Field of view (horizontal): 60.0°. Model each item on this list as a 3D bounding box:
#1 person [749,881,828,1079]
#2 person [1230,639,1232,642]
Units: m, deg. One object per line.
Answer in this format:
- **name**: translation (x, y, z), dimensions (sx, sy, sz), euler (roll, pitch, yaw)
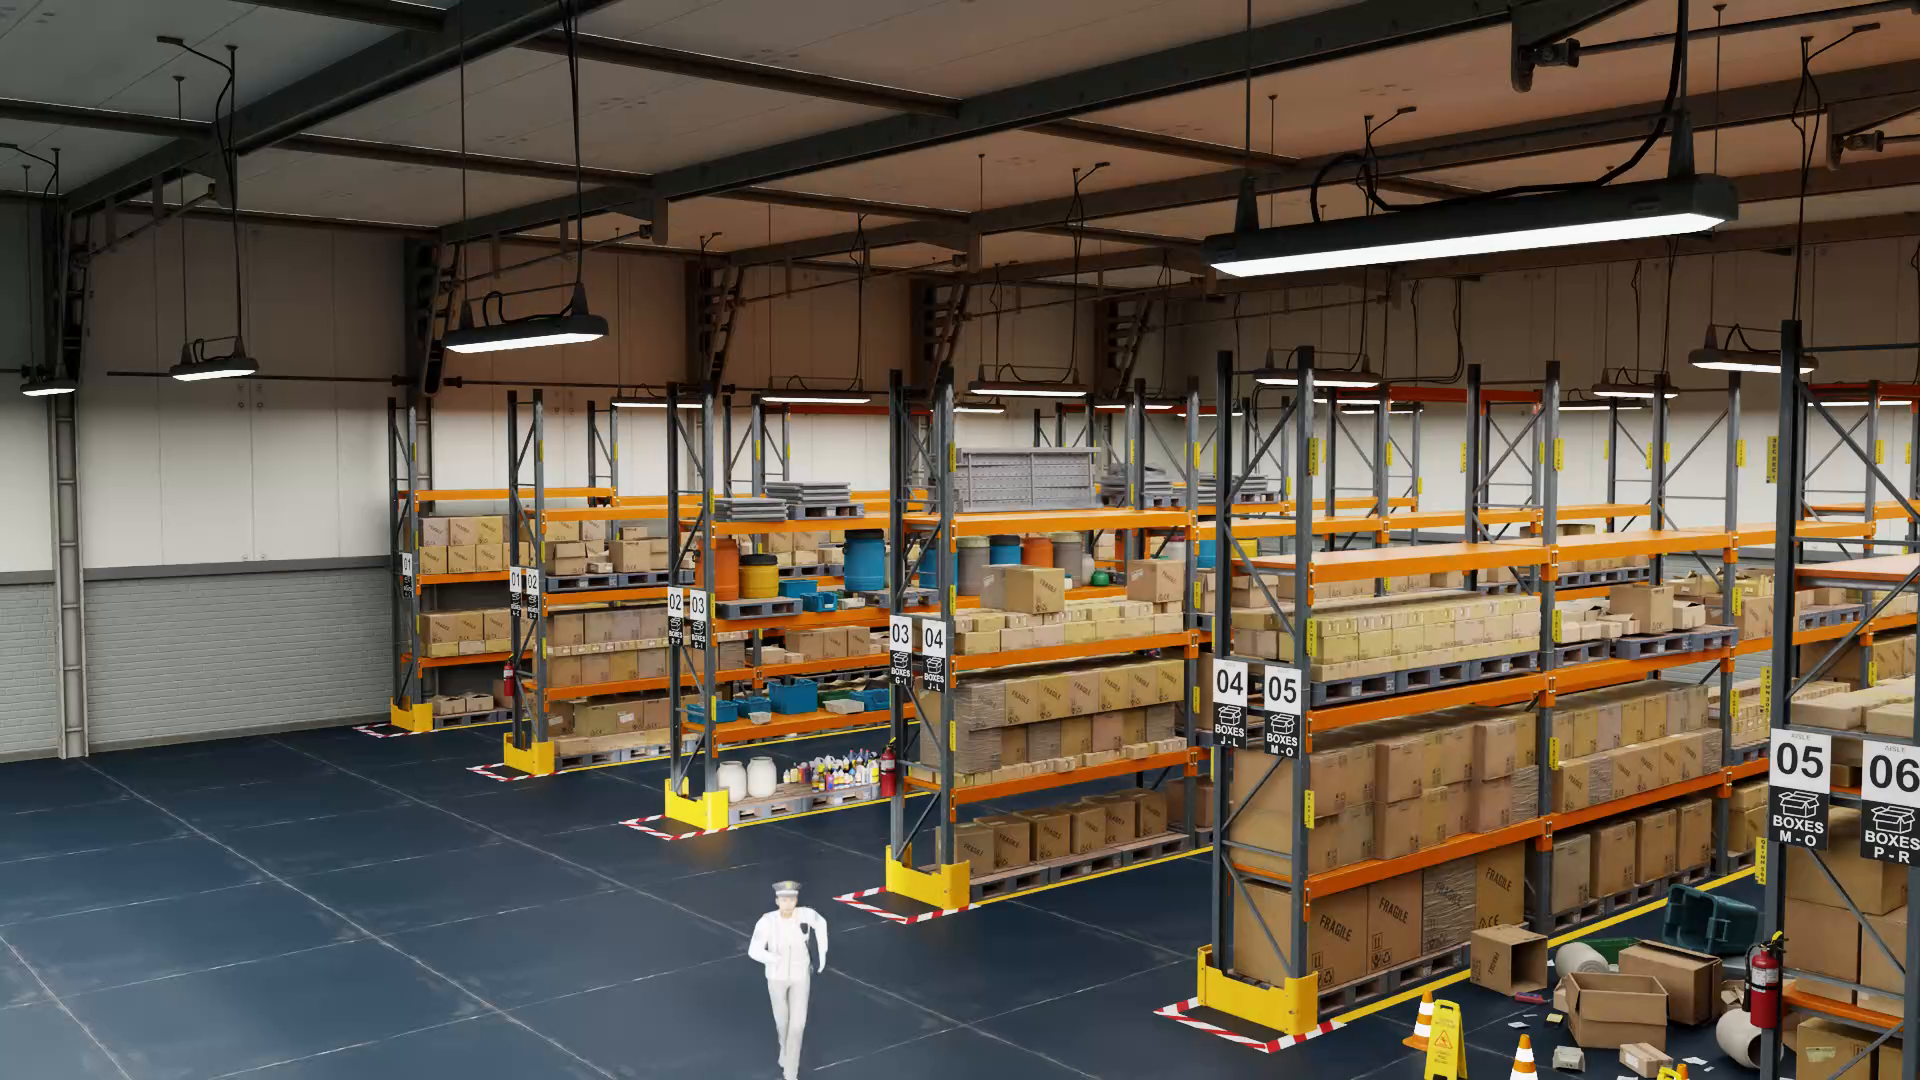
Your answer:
- **person**: translation (-1.379, 3.549, 13.396), dimensions (0.638, 1.725, 0.839), euler (0, 3, -8)
- **person**: translation (5.710, 2.299, 34.544), dimensions (0.716, 1.833, 0.775), euler (3, 4, 39)
